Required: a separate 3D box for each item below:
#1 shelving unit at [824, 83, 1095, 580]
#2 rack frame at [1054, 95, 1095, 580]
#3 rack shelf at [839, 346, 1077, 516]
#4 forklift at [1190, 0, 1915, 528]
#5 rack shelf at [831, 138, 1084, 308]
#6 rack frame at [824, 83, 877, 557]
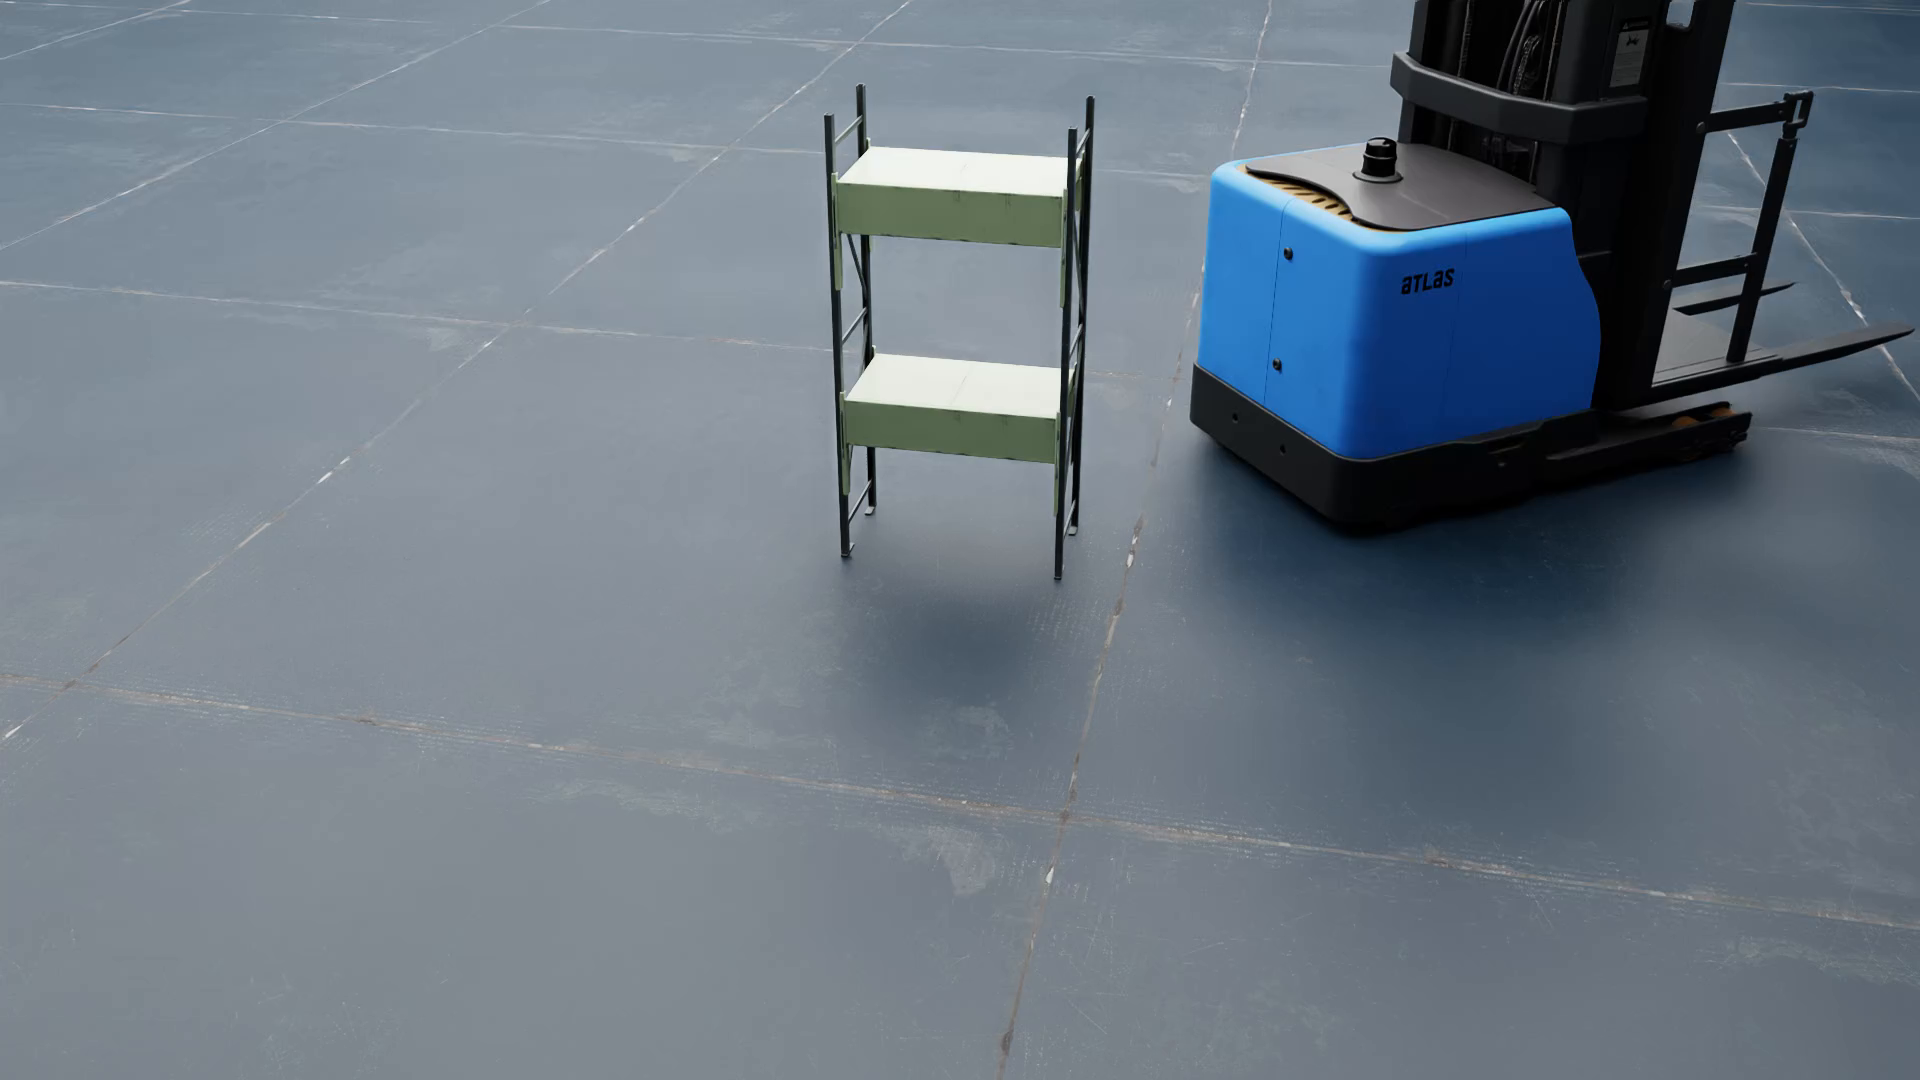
[{"bbox_3d":[0.007,-0.657,5.389,0.755,1.500,0.431,6,29,11],"label":"shelving unit"},{"bbox_3d":[0.364,-0.620,5.322,0.023,1.500,0.400,6,29,11],"label":"rack frame"},{"bbox_3d":[0.007,-0.371,5.545,0.720,0.370,0.431,6,29,11],"label":"rack shelf"},{"bbox_3d":[2.449,-1.799,5.984,3.031,2.935,1.130,-13,31,-22],"label":"forklift"},{"bbox_3d":[0.007,-1.000,5.201,0.720,0.370,0.431,6,29,11],"label":"rack shelf"},{"bbox_3d":[-0.351,-0.694,5.456,0.023,1.500,0.400,6,29,11],"label":"rack frame"}]
